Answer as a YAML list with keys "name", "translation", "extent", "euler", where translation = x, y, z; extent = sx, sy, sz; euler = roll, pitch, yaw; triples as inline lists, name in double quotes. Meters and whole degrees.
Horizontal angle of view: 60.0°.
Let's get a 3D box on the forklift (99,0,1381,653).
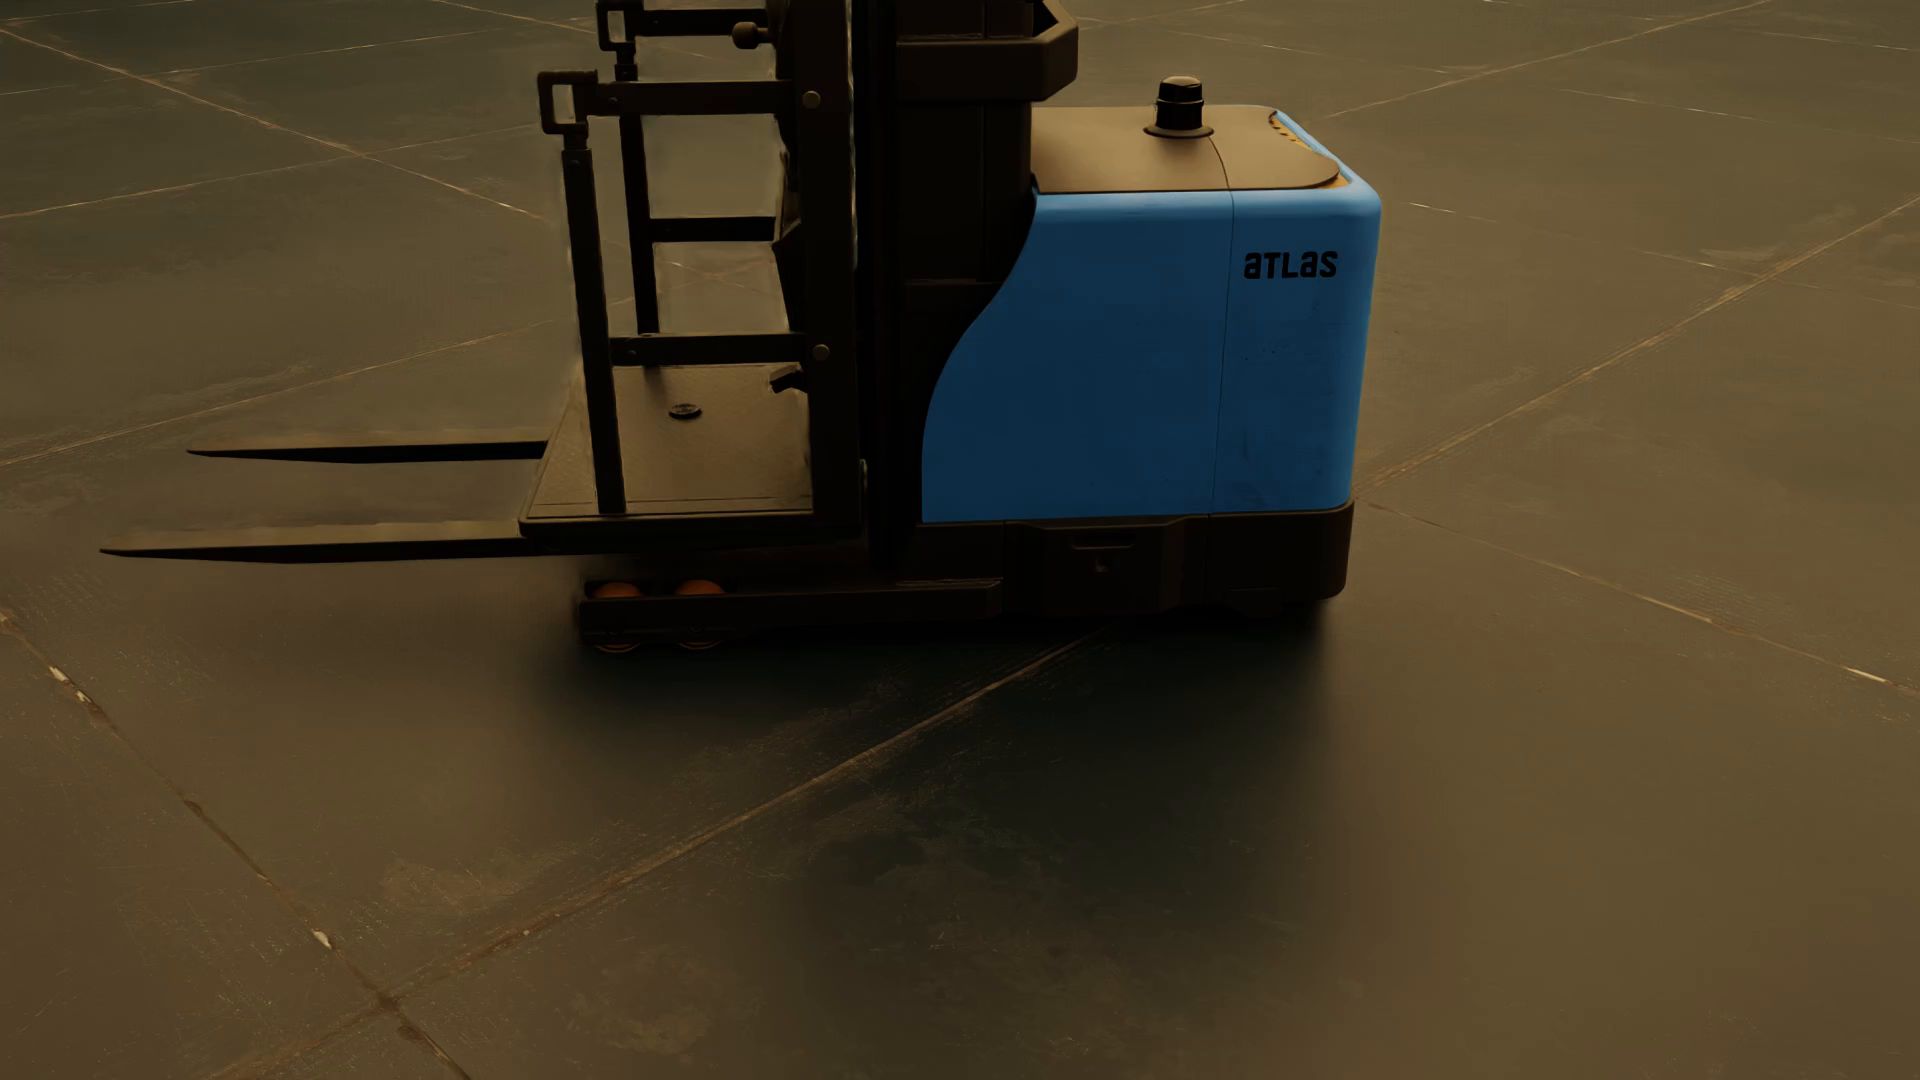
- name: "forklift"
  translation: [-0.580, -1.286, 3.837]
  extent: [3.031, 2.935, 1.130]
  euler: [-2, 26, -4]
